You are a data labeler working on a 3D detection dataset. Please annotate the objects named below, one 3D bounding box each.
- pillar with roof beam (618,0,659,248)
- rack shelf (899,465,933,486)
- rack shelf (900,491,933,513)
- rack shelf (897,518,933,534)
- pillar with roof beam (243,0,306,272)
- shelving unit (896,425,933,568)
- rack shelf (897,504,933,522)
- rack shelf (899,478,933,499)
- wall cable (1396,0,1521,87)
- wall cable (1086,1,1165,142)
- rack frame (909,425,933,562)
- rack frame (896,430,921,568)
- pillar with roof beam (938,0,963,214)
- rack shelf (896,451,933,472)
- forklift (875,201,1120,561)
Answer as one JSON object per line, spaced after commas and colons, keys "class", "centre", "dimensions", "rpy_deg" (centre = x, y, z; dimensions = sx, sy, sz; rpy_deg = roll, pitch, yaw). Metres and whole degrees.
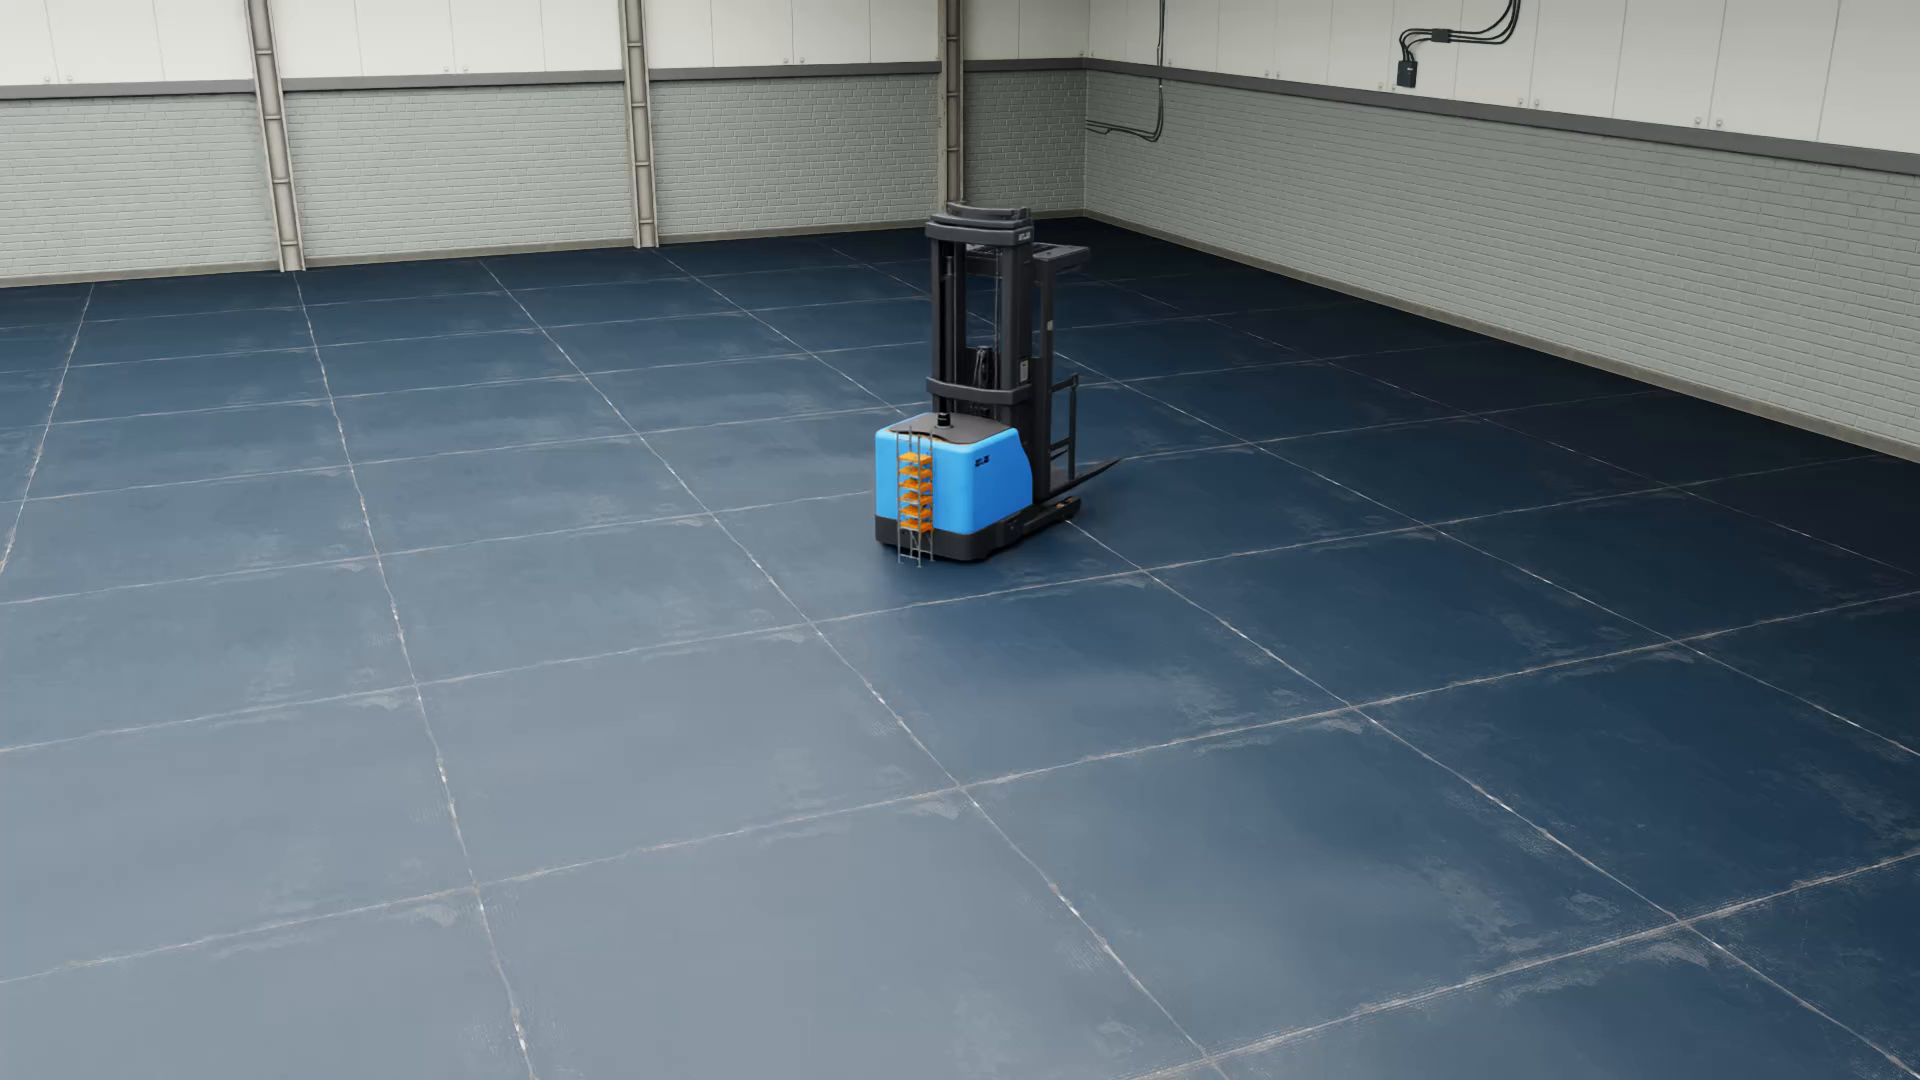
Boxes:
{"class": "pillar with roof beam", "centre": [-3.983, -8.258, 24.926], "dimensions": [0.400, 9.000, 9.100], "rpy_deg": [-8, 21, -22]}
{"class": "rack shelf", "centre": [-0.386, -0.554, 14.199], "dimensions": [0.258, 0.103, 0.180], "rpy_deg": [13, 23, 32]}
{"class": "rack shelf", "centre": [-0.386, -0.327, 14.279], "dimensions": [0.258, 0.103, 0.180], "rpy_deg": [13, 23, 32]}
{"class": "rack shelf", "centre": [-0.386, -0.101, 14.358], "dimensions": [0.258, 0.103, 0.180], "rpy_deg": [13, 23, 32]}
{"class": "pillar with roof beam", "centre": [-9.492, -7.469, 22.684], "dimensions": [0.400, 9.000, 9.100], "rpy_deg": [-8, 21, -22]}
{"class": "shelving unit", "centre": [-0.386, -0.369, 14.264], "dimensions": [0.258, 1.200, 0.189], "rpy_deg": [13, 23, 32]}
{"class": "rack shelf", "centre": [-0.386, -0.214, 14.318], "dimensions": [0.258, 0.103, 0.180], "rpy_deg": [13, 23, 32]}
{"class": "rack shelf", "centre": [-0.386, -0.440, 14.239], "dimensions": [0.258, 0.103, 0.180], "rpy_deg": [13, 23, 32]}
{"class": "wall cable", "centre": [6.796, -9.051, 22.058], "dimensions": [0.169, 6.003, 2.305], "rpy_deg": [-8, 21, -22]}
{"class": "wall cable", "centre": [3.050, -8.880, 31.367], "dimensions": [0.112, 2.526, 3.097], "rpy_deg": [-8, 21, -22]}
{"class": "rack frame", "centre": [-0.335, -0.394, 14.335], "dimensions": [0.240, 1.200, 0.006], "rpy_deg": [13, 23, 32]}
{"class": "rack frame", "centre": [-0.437, -0.344, 14.192], "dimensions": [0.240, 1.200, 0.006], "rpy_deg": [13, 23, 32]}
{"class": "pillar with roof beam", "centre": [1.527, -9.047, 27.167], "dimensions": [0.400, 9.000, 9.100], "rpy_deg": [-8, 21, -22]}
{"class": "rack shelf", "centre": [-0.386, -0.667, 14.159], "dimensions": [0.258, 0.103, 0.180], "rpy_deg": [13, 23, 32]}
{"class": "forklift", "centre": [0.485, -1.637, 15.257], "dimensions": [1.130, 2.935, 3.031], "rpy_deg": [13, 23, 32]}
